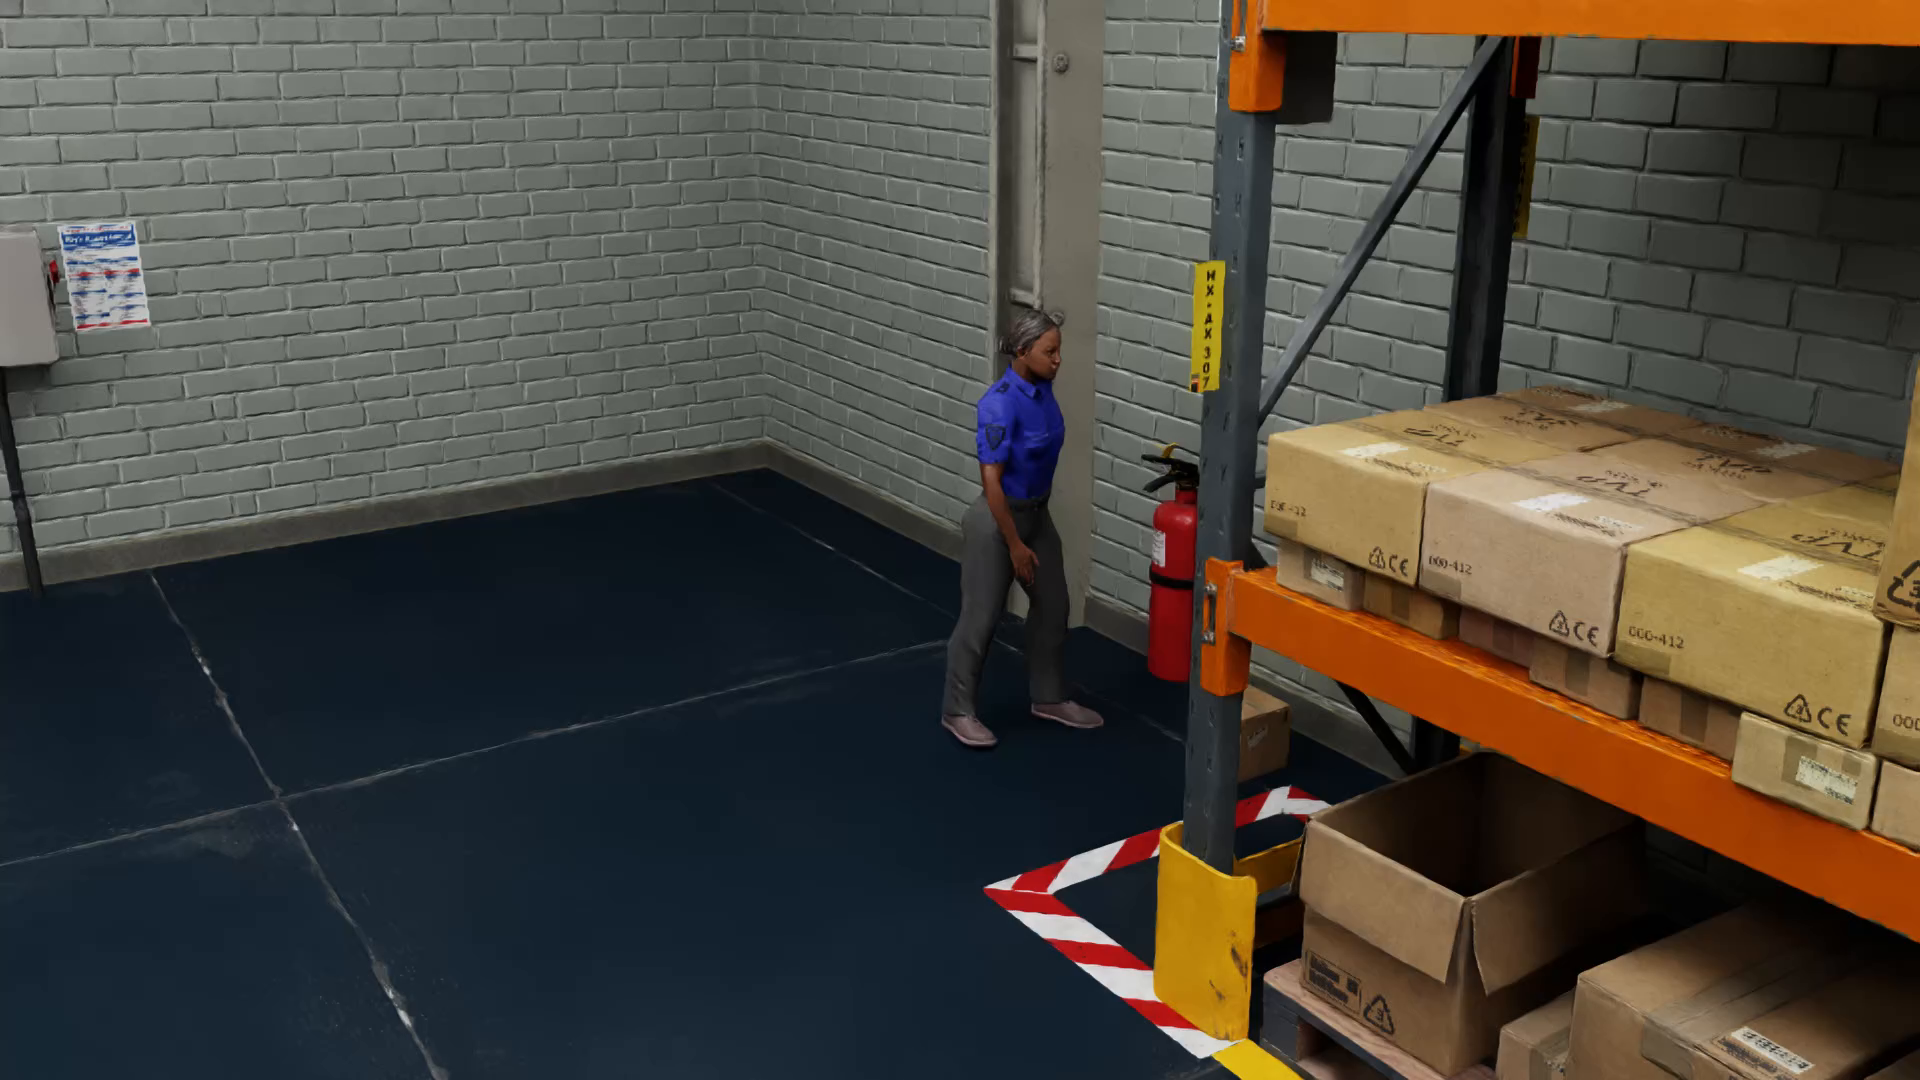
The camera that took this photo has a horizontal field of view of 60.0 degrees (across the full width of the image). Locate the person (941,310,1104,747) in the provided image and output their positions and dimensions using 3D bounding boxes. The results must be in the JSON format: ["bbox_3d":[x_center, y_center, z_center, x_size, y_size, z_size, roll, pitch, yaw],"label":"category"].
[{"bbox_3d":[0.225,-0.042,6.204,0.535,1.661,0.585,10,21,29],"label":"person"}]
